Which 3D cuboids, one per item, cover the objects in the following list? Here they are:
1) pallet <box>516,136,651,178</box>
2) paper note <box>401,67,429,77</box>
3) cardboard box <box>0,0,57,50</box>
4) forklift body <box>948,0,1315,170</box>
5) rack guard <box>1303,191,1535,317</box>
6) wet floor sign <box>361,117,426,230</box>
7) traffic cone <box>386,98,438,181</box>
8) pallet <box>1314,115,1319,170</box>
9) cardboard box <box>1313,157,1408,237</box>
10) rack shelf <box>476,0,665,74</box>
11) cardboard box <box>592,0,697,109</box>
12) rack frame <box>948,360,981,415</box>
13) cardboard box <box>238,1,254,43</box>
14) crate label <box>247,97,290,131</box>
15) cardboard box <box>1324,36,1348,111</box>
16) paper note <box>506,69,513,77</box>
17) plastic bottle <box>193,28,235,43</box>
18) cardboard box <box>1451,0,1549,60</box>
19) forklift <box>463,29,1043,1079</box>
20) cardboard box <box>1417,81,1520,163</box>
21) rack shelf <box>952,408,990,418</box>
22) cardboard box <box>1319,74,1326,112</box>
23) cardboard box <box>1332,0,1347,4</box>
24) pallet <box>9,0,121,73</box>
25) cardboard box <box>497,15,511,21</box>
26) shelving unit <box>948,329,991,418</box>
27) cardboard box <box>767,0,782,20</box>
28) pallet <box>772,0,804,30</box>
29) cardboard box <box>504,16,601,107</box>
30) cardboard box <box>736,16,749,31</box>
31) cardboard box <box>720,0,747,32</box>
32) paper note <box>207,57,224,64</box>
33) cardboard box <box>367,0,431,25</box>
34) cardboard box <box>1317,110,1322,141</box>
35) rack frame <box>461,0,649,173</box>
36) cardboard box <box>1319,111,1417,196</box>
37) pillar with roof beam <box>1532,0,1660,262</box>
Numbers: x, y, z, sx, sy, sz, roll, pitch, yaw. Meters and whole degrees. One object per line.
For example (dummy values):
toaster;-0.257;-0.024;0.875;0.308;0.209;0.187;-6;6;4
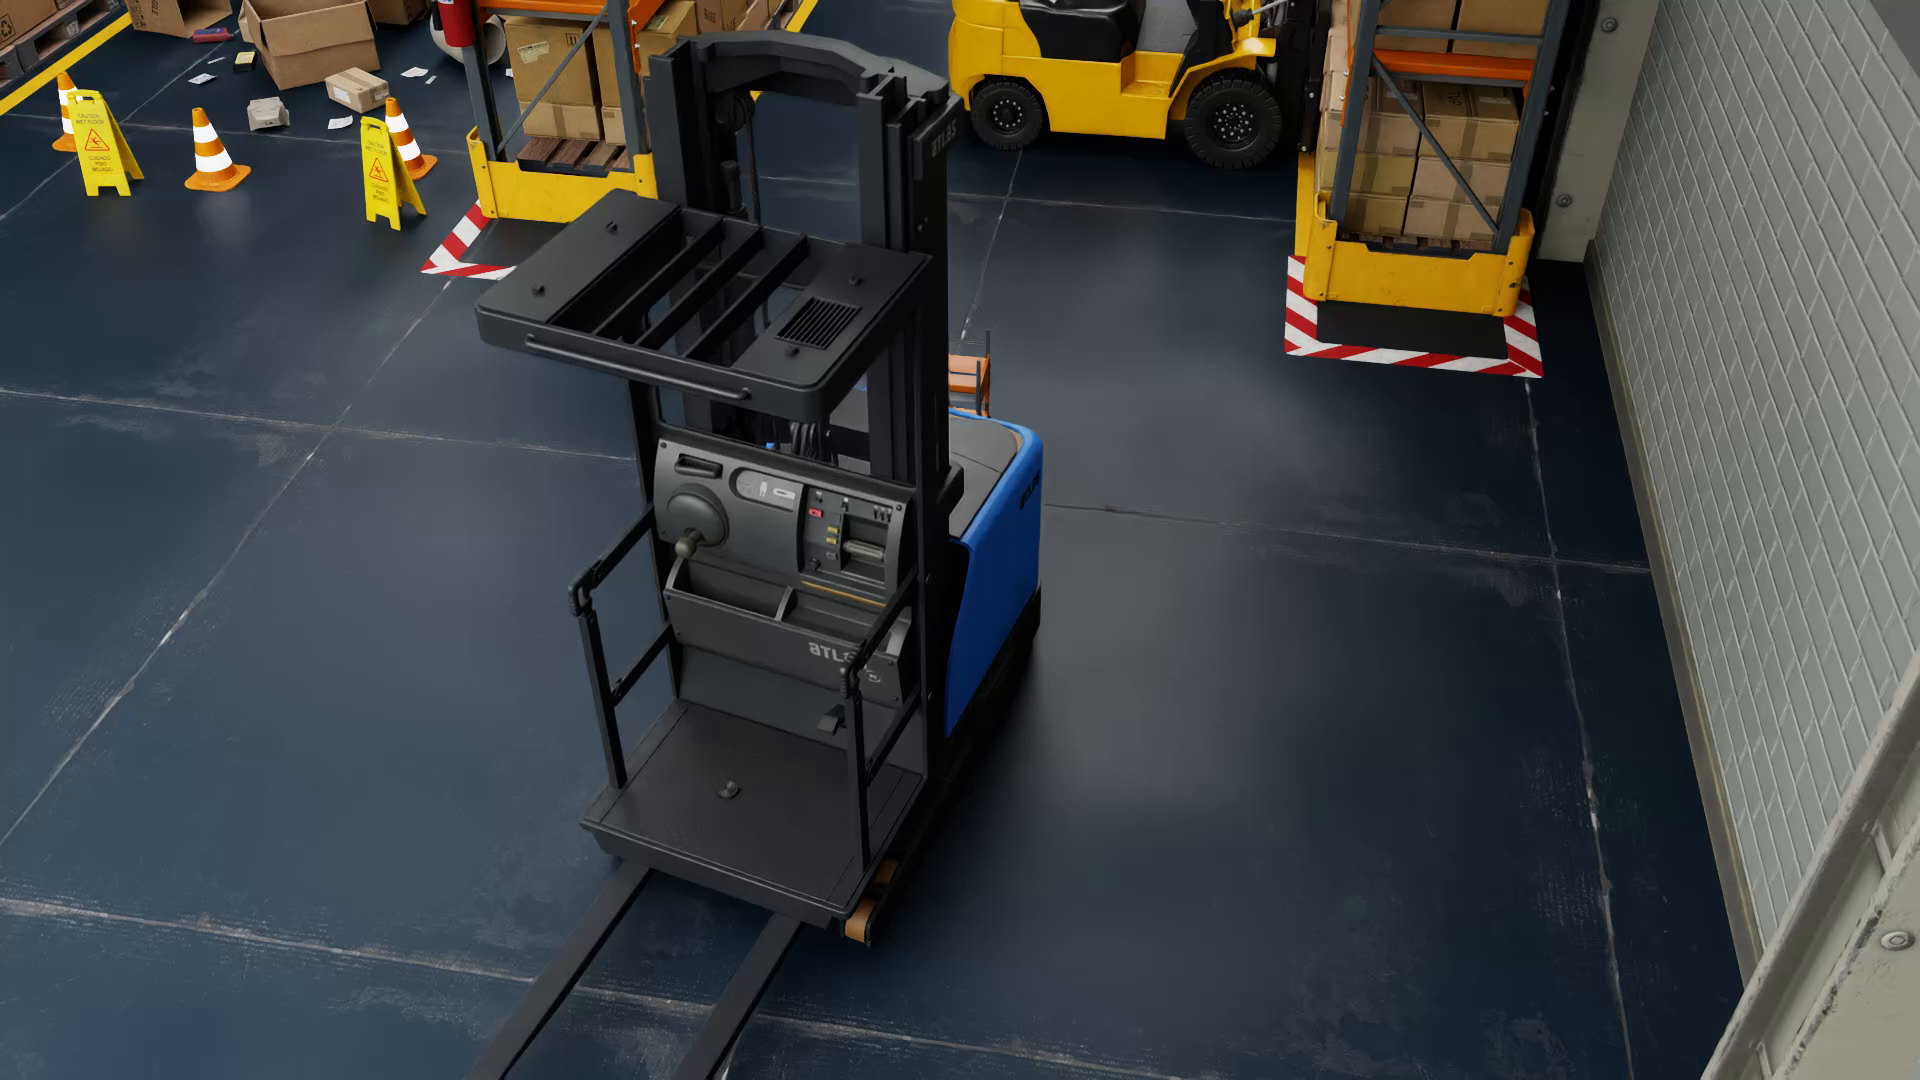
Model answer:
pallet;-2.153;-2.602;10.732;1.003;0.211;1.213;6;40;8
paper note;-3.843;-3.304;11.731;0.148;0.019;0.142;20;44;23
cardboard box;-7.032;-3.934;11.492;0.875;0.875;0.875;6;40;7
forklift body;1.080;-3.642;10.467;2.313;2.155;1.214;6;40;8
rack guard;2.544;-1.600;9.292;1.175;0.500;0.348;6;40;8
wet floor sign;-3.428;-2.214;9.922;0.267;0.644;0.232;20;44;23
traffic cone;-3.537;-2.557;10.480;0.336;0.463;0.334;6;40;8
pallet;2.853;-2.751;10.912;1.003;0.211;1.213;6;40;8
cardboard box;2.318;-2.010;9.655;0.500;0.250;0.500;7;40;8
rack shelf;-1.995;-4.101;10.921;1.077;0.370;4.000;6;40;8
cardboard box;-1.926;-3.005;10.270;0.500;0.500;0.500;5;40;6
rack frame;-0.012;-0.362;7.363;0.200;1.050;0.008;6;40;8
cardboard box;-5.025;-3.780;12.114;0.396;0.266;0.258;13;41;15
crate label;-4.614;-2.841;11.079;0.250;0.136;0.298;-13;41;-15
cardboard box;2.403;-2.710;9.717;0.500;0.250;0.500;7;40;8
paper note;-3.128;-3.303;11.721;0.142;0.019;0.148;-6;40;-8
plastic bottle;-5.452;-3.696;12.173;0.283;0.061;0.133;-6;40;-8
cardboard box;2.907;-2.897;8.821;0.500;0.500;0.500;8;40;9
forklift;-0.694;0.007;5.441;1.130;2.935;3.031;15;42;17
cardboard box;2.818;-2.346;9.277;0.500;0.250;0.500;6;40;7
rack shelf;0.009;-0.430;7.463;0.215;0.259;0.240;6;40;8
cardboard box;2.491;-2.853;10.282;0.500;0.250;0.500;6;40;7
cardboard box;2.576;-3.345;10.485;0.500;0.250;0.500;6;40;7
pallet;-6.959;-3.805;12.186;1.003;0.211;1.213;6;40;8
cardboard box;-3.175;-4.149;12.373;0.500;0.500;0.500;-28;47;-30
shelving unit;0.009;-0.438;7.456;0.215;1.050;0.252;6;40;8
cardboard box;-1.569;-4.000;12.062;0.500;0.250;0.500;5;40;6
pallet;-1.730;-4.133;12.584;1.003;0.211;1.213;6;40;8
cardboard box;-2.459;-3.046;10.320;0.500;0.500;0.500;7;40;8
cardboard box;-1.752;-3.364;11.293;0.500;0.250;0.500;9;40;11
cardboard box;-1.745;-3.647;11.047;0.500;0.500;0.500;7;40;9
paper note;-5.320;-3.430;11.891;0.032;0.001;0.123;28;47;30
cardboard box;-4.377;-4.183;12.307;0.797;0.637;0.503;6;40;8
cardboard box;2.509;-2.634;10.410;0.500;0.250;0.500;7;40;8
rack frame;-2.341;-3.123;9.173;1.000;3.000;0.127;6;40;8
cardboard box;2.325;-2.213;9.508;0.500;0.250;0.500;6;40;7
pillar with roof beam;-0.684;-5.702;7.585;9.100;9.000;0.400;6;40;8
